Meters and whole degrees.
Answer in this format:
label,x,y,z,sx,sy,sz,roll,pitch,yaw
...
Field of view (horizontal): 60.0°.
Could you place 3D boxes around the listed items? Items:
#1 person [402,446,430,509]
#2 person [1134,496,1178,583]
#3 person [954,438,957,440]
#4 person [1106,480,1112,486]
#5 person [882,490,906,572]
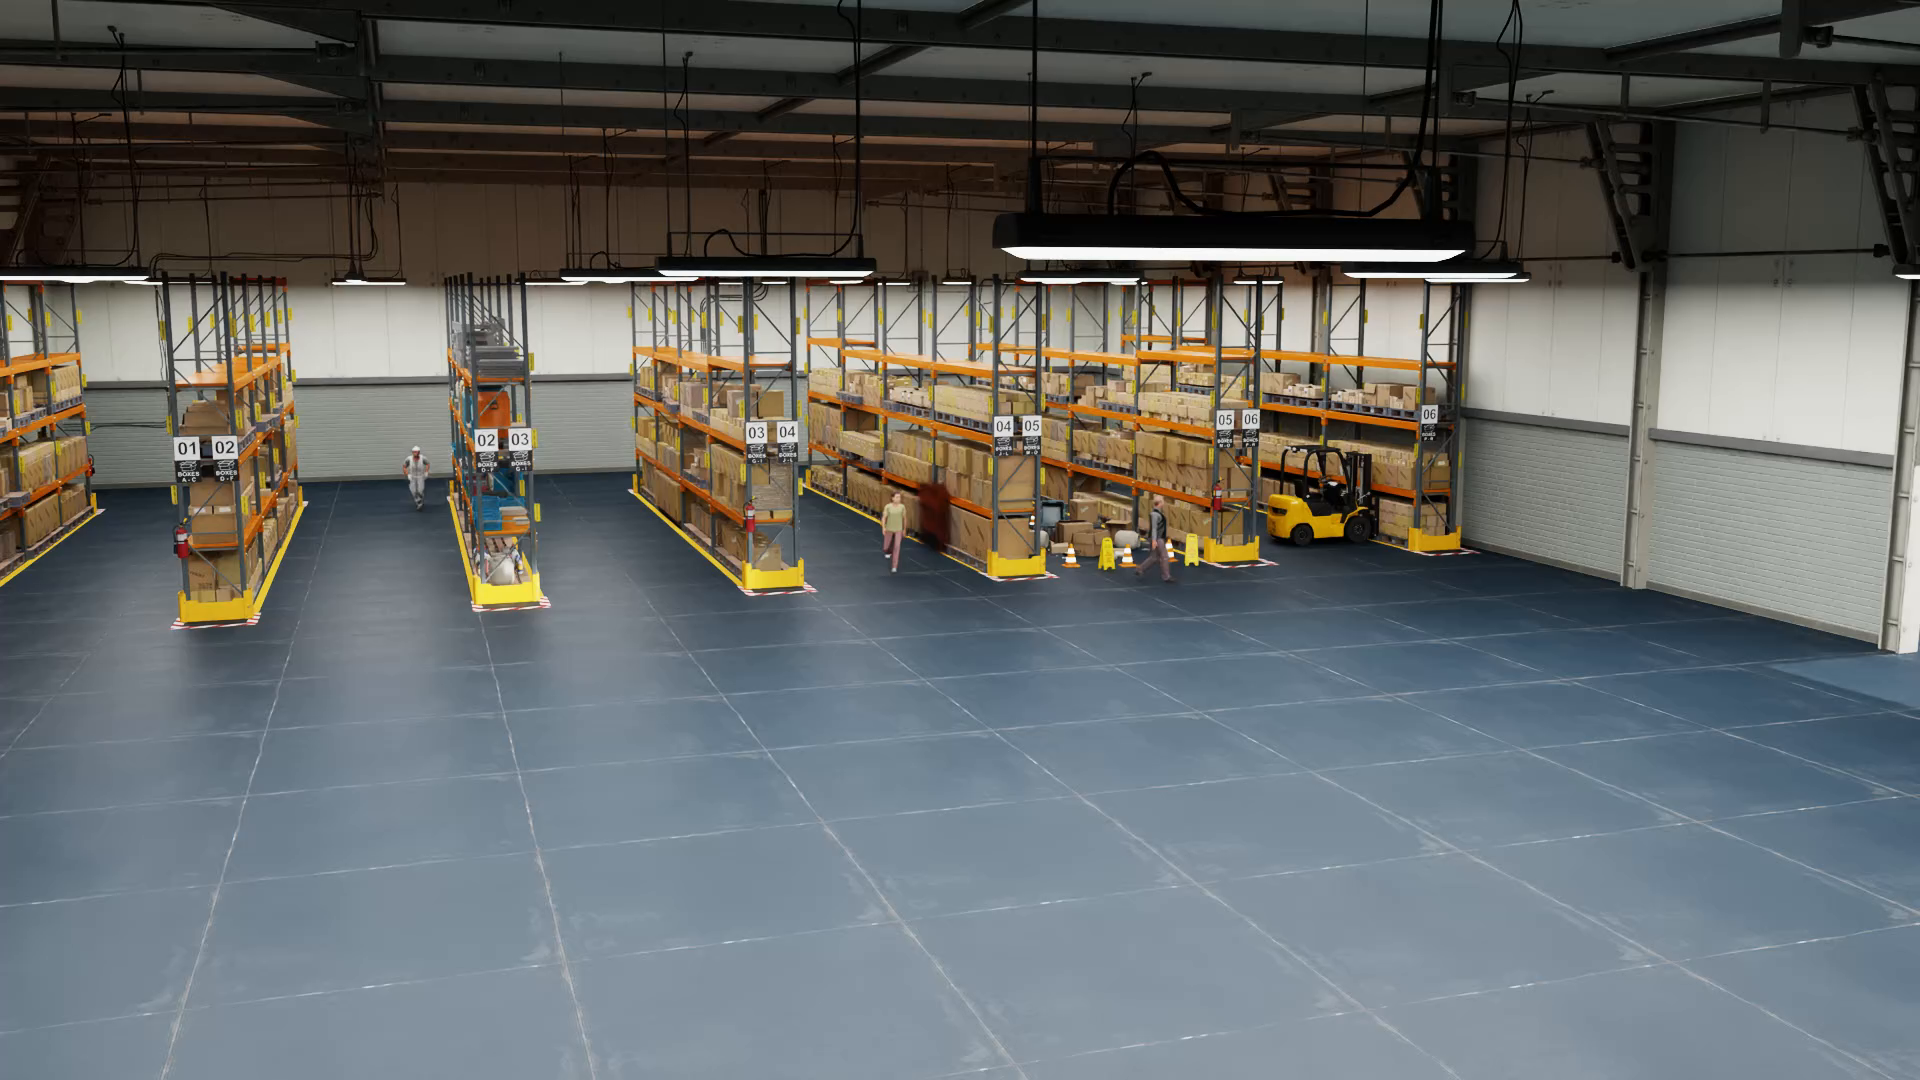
label,x,y,z,sx,sy,sz,roll,pitch,yaw
person,-14.139,-1.616,43.248,0.644,1.676,0.667,-1,9,-8
person,3.869,-0.020,32.618,0.863,1.692,0.573,1,9,9
person,-0.114,-1.783,43.934,0.467,1.791,0.602,8,12,43
person,4.321,-2.413,48.452,0.429,1.682,0.523,5,10,27
person,-1.328,-0.187,33.732,0.522,1.627,0.958,-1,9,-10
